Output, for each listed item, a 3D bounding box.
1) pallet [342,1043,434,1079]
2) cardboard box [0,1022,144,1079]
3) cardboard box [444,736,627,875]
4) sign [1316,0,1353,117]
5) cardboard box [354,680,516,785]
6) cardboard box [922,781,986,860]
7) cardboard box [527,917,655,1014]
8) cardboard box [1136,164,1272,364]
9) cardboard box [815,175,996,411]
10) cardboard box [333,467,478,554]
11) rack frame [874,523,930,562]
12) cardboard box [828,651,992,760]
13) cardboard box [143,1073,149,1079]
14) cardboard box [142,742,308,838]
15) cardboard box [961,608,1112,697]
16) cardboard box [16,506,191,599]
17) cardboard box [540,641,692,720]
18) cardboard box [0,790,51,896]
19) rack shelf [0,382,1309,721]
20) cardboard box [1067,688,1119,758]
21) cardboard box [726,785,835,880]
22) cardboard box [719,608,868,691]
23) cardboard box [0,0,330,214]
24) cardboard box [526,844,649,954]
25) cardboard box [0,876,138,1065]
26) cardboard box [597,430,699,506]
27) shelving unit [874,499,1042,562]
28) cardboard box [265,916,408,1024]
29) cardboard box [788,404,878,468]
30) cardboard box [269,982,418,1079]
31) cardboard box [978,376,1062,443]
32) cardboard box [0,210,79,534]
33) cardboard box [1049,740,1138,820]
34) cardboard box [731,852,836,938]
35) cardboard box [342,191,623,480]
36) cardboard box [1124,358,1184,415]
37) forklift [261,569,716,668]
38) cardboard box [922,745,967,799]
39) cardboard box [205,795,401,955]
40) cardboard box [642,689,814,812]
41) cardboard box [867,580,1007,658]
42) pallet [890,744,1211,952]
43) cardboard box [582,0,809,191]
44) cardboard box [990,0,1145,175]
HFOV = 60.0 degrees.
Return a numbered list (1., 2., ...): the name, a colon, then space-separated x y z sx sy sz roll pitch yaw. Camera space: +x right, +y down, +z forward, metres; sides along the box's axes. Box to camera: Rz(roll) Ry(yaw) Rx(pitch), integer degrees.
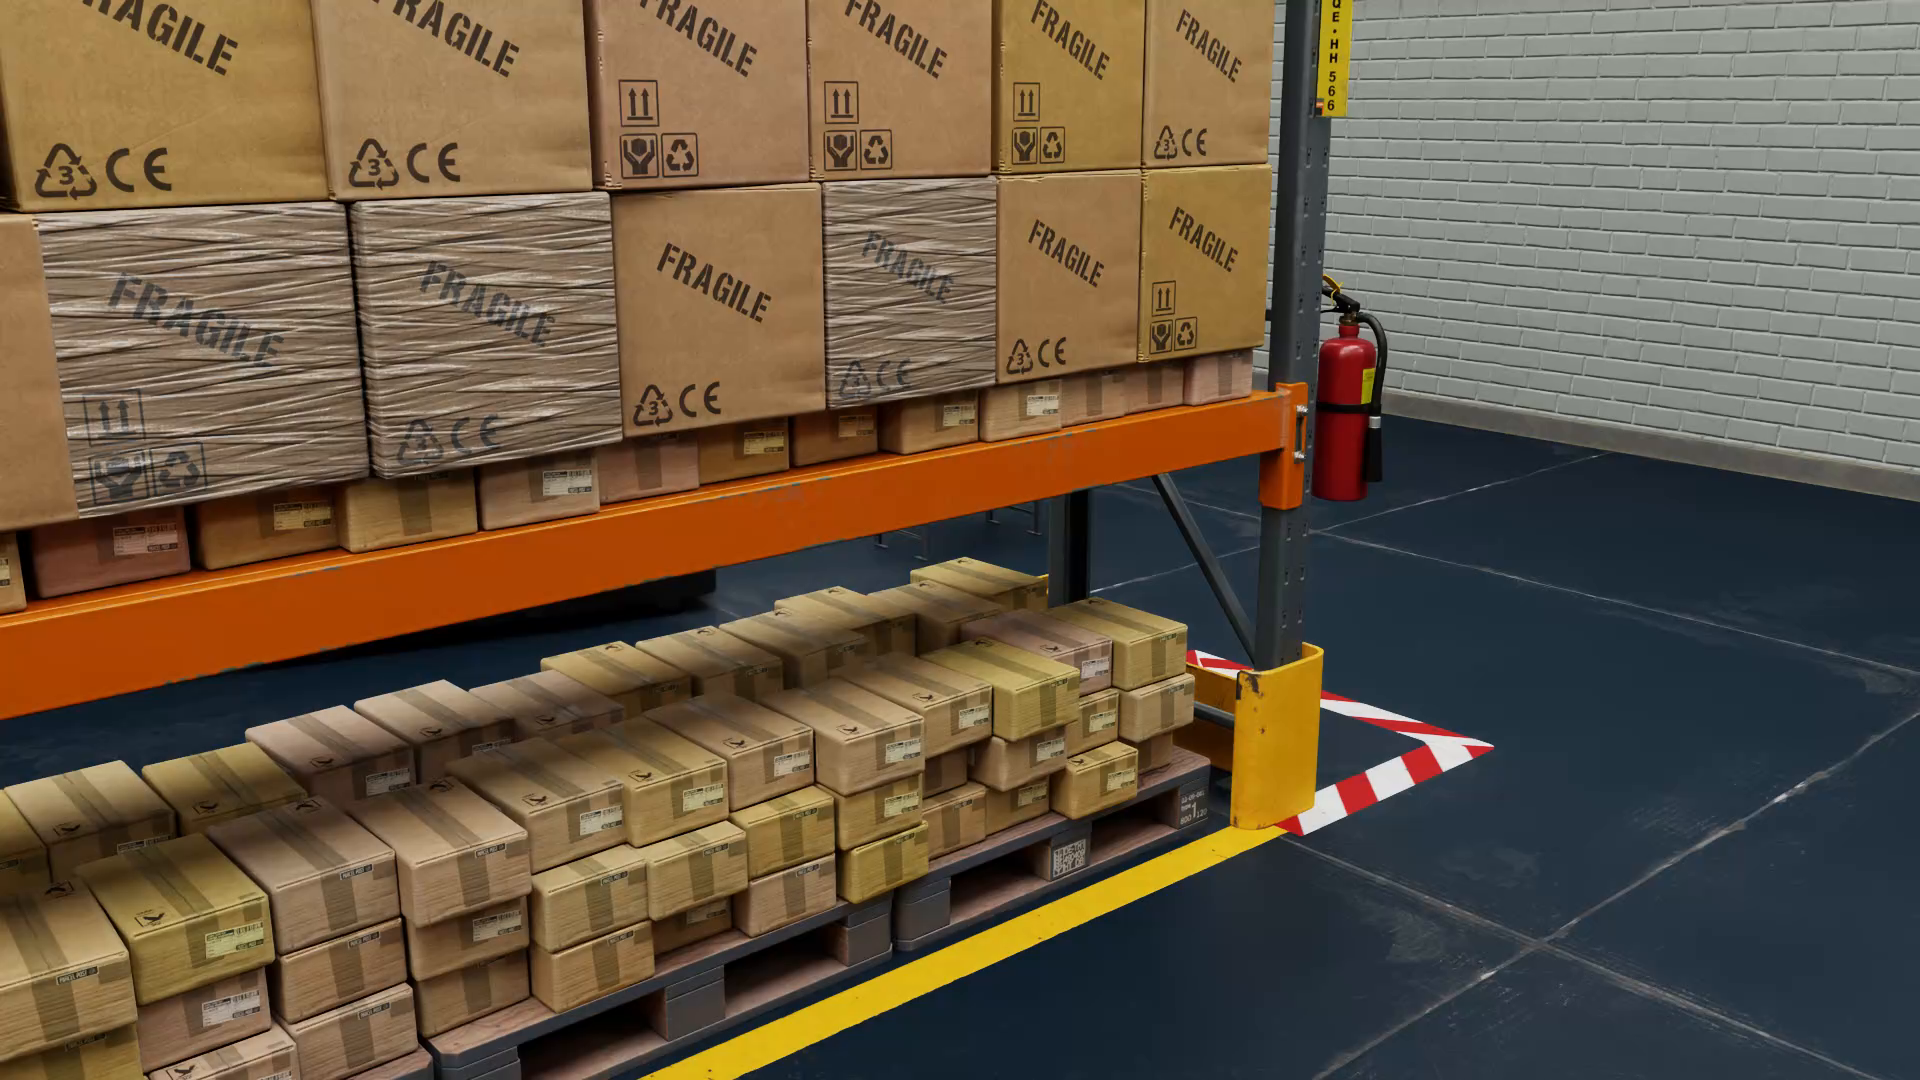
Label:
1. pallet: -1.858 1.177 3.433 1.213 0.211 1.003 -13 19 -39
2. cardboard box: -1.726 0.922 3.120 0.250 0.149 0.380 -12 19 -39
3. cardboard box: -0.962 0.594 3.771 0.250 0.149 0.380 -14 20 -42
4. sign: 1.025 -1.327 4.551 0.005 0.325 0.100 -13 19 -39
5. cardboard box: -1.309 0.492 4.155 0.250 0.149 0.380 -14 20 -41
6. cardboard box: -0.146 0.713 4.479 0.250 0.149 0.380 -12 19 -39
7. cardboard box: -0.904 0.898 3.785 0.250 0.149 0.380 -13 20 -41
8. cardboard box: 0.506 -0.793 4.635 0.500 0.500 0.500 -12 19 -38
9. cardboard box: -0.263 -0.619 3.983 0.500 0.500 0.500 -13 19 -39
10. cardboard box: -1.159 -0.101 3.301 0.250 0.149 0.380 -12 19 -38
11. rack frame: -0.281 -0.661 7.820 0.023 1.500 0.400 -13 19 -39
12. cardboard box: -0.134 0.431 4.383 0.250 0.149 0.380 -14 20 -42
13. cardboard box: -1.656 1.081 3.101 0.250 0.149 0.380 -12 19 -38
14. cardboard box: -1.648 0.604 3.736 0.250 0.149 0.380 -12 19 -38
15. cardboard box: 0.215 0.331 4.758 0.250 0.149 0.380 -12 19 -38
16. cardboard box: -1.601 -0.026 3.021 0.250 0.149 0.380 -14 20 -42
17. cardboard box: -0.923 0.410 4.462 0.250 0.149 0.380 -12 19 -39
18. cardboard box: -2.078 0.676 3.465 0.250 0.149 0.380 -12 19 -39
19. rack shelf: -0.833 -0.040 3.983 4.000 0.370 1.077 -13 19 -39
20. cardboard box: 0.232 0.483 4.765 0.250 0.149 0.380 -13 20 -41
21. cardboard box: -0.514 0.667 4.073 0.250 0.149 0.380 -11 19 -37
22. cardboard box: -0.479 0.329 4.764 0.250 0.149 0.380 -14 20 -42
23. cardboard box: -1.461 -0.844 2.890 0.500 0.500 0.500 -13 20 -41
24. cardboard box: -0.906 0.756 3.741 0.250 0.149 0.380 -13 20 -40
25. cardboard box: -1.699 0.785 3.058 0.250 0.149 0.380 -11 19 -37
26. cardboard box: -0.780 -0.199 3.670 0.250 0.149 0.380 -12 19 -37
27. shelving unit: -0.005 -0.723 8.052 0.755 1.500 0.431 -13 19 -39
28. cardboard box: -1.361 0.829 3.470 0.250 0.149 0.380 -14 20 -42
29. cardboard box: -0.414 -0.294 4.025 0.250 0.149 0.380 -14 20 -42
30. cardboard box: -1.344 0.976 3.494 0.250 0.149 0.380 -13 20 -40
31. cardboard box: 0.046 -0.367 4.299 0.250 0.149 0.380 -12 19 -38
32. cardboard box: -1.803 -0.276 2.701 0.500 0.500 0.500 -13 20 -40
33. cardboard box: 0.288 0.641 4.749 0.250 0.149 0.380 -12 19 -38
34. cardboard box: -0.516 0.811 4.112 0.250 0.149 0.380 -12 19 -38
35. cardboard box: -1.031 -0.440 3.313 0.500 0.500 0.500 -13 20 -41
36. cardboard box: 0.403 -0.460 4.648 0.250 0.149 0.380 -13 20 -39
37. forklift: -2.612 -1.078 6.606 3.031 2.935 1.130 -7 16 -24
38. cardboard box: -0.196 0.563 4.465 0.250 0.149 0.380 -13 20 -40
39. cardboard box: -1.359 0.684 3.436 0.250 0.149 0.380 -13 20 -41
40. cardboard box: -0.571 0.510 4.085 0.250 0.149 0.380 -14 20 -41
41. cardboard box: -0.072 0.253 5.048 0.250 0.149 0.380 -12 19 -38
42. pallet: -0.018 0.764 4.981 1.213 0.211 1.003 -13 19 -39
43. cardboard box: -0.672 -1.010 3.511 0.500 0.500 0.500 -14 20 -41
44. cardboard box: 0.111 -1.190 4.185 0.500 0.500 0.500 -14 20 -41
